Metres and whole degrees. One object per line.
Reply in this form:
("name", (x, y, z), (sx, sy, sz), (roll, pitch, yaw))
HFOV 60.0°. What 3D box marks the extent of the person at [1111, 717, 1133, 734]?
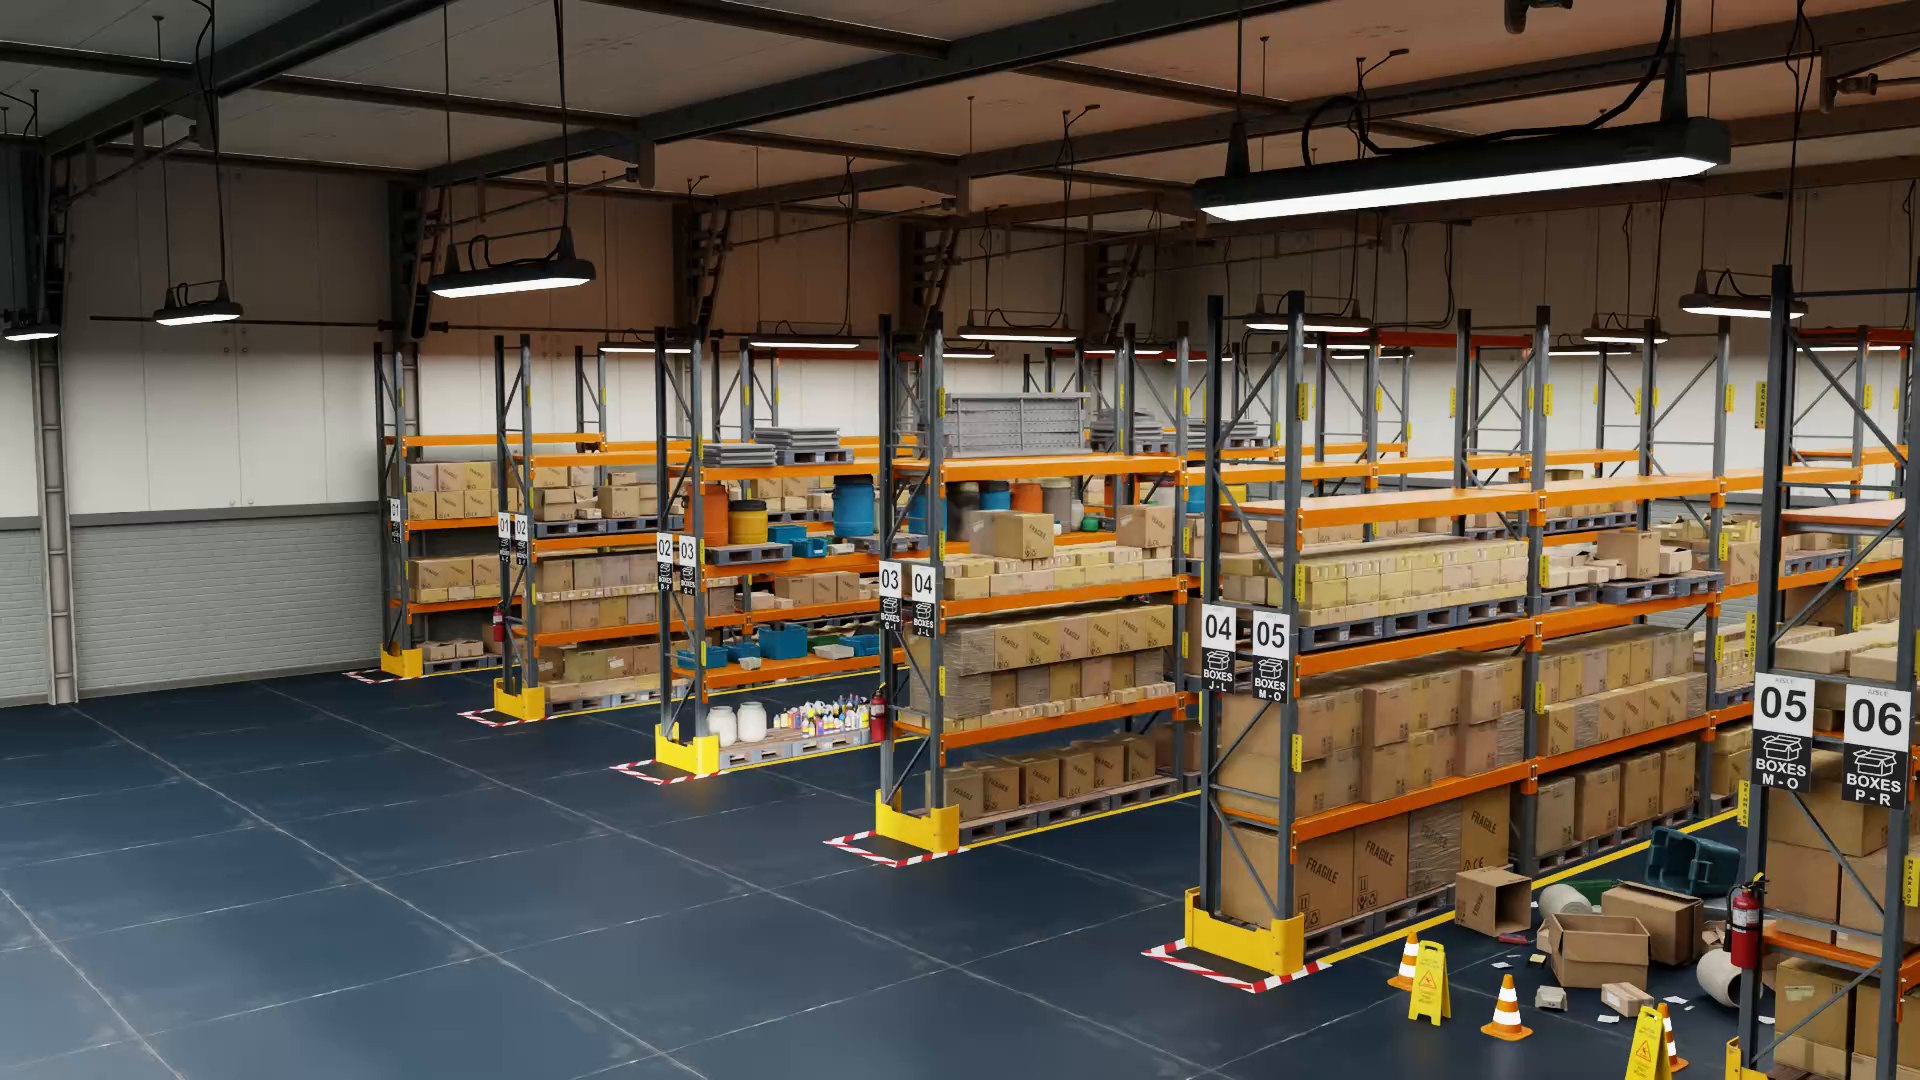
("person", (2.221, 1.966, 23.470), (0.619, 1.563, 0.699), (-2, 5, -16))
